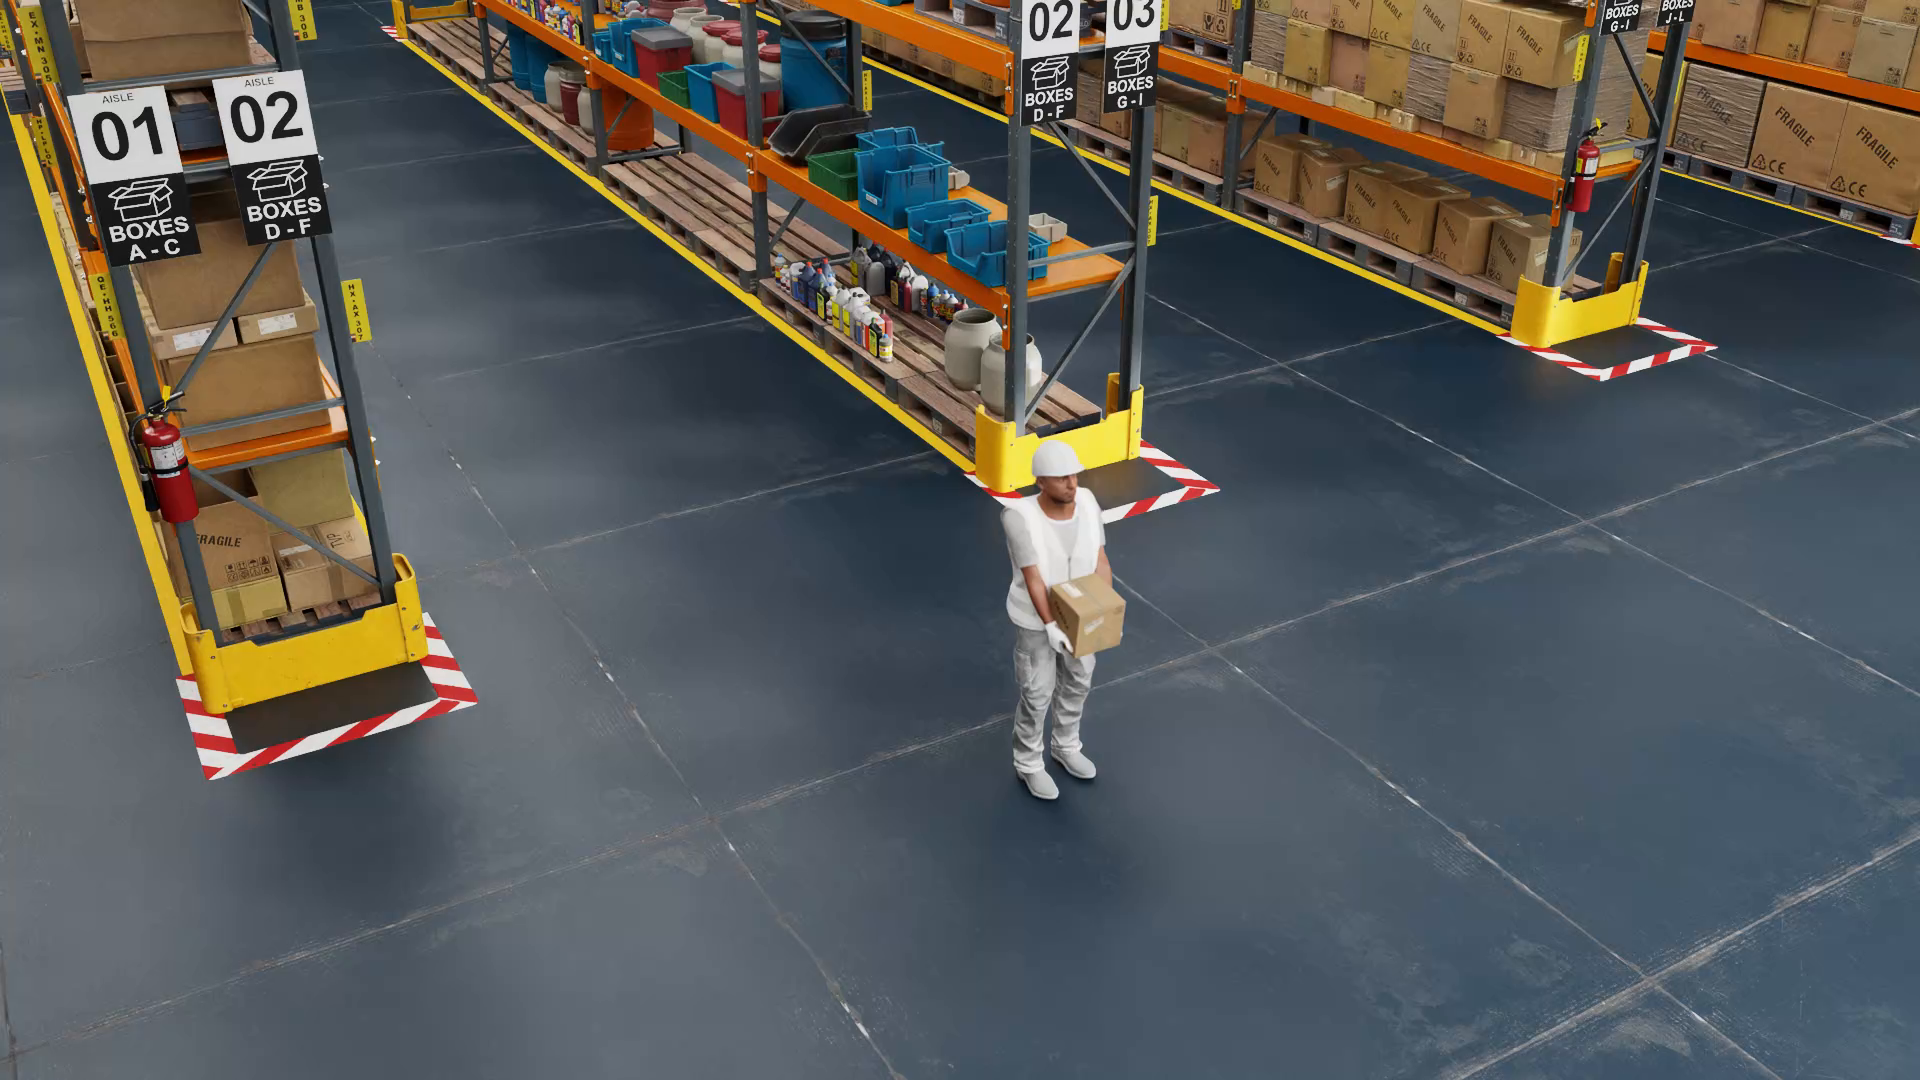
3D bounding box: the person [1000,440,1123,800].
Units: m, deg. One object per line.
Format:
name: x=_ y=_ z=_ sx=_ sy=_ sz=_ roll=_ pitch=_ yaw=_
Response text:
person: x=0.498 y=0.401 z=7.818 sx=0.488 sy=1.779 sz=0.569 roll=-15 pitch=32 yaw=-25
